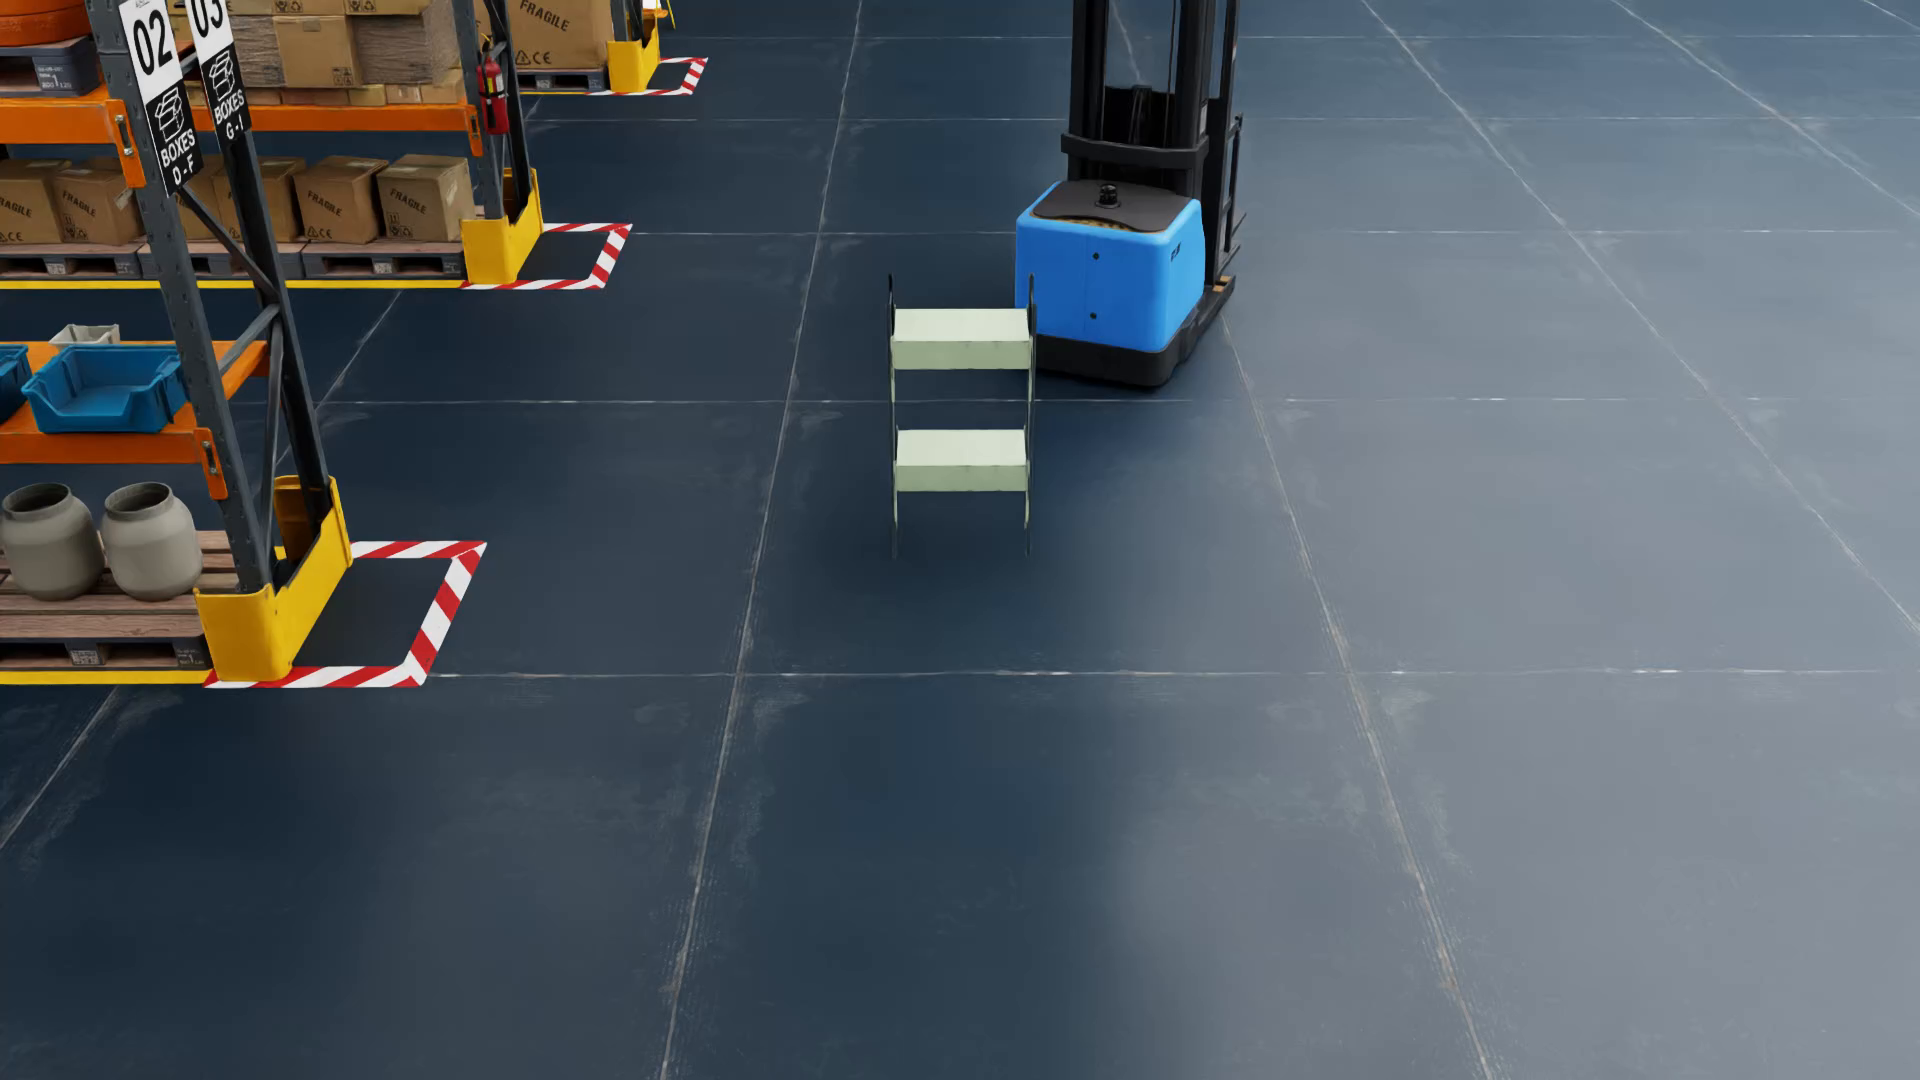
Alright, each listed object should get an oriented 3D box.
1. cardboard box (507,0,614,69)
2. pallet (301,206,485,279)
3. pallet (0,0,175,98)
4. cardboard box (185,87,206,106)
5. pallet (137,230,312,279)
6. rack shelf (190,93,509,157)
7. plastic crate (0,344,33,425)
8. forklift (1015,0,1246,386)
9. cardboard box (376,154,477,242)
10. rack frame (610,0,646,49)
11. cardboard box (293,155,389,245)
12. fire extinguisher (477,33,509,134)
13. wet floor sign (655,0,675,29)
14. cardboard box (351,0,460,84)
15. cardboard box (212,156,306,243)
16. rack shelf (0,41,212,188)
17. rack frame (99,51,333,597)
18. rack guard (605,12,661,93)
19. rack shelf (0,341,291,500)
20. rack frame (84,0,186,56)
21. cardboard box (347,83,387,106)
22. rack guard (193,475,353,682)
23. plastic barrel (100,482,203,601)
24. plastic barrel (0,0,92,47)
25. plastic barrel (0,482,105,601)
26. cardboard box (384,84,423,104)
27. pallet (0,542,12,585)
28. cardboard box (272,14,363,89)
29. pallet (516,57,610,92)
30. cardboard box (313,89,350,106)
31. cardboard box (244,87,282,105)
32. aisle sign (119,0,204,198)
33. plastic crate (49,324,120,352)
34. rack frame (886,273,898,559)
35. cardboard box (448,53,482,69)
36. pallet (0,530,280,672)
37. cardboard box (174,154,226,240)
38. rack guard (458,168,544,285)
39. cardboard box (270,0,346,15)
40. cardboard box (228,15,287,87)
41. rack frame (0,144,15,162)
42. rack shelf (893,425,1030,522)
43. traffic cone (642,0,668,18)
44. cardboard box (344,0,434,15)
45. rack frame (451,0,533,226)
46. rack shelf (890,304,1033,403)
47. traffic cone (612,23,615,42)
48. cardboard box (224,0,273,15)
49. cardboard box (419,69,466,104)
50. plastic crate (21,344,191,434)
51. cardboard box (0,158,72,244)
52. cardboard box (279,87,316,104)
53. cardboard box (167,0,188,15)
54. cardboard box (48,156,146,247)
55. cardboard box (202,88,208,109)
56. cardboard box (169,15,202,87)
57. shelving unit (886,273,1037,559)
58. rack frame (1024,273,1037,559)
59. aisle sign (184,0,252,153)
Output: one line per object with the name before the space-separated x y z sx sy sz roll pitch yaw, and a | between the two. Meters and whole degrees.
cardboard box | -4.036 -5.296 16.730 0.875 0.875 0.875 0 31 0
pallet | -4.318 -2.311 12.856 1.213 0.211 1.003 0 31 0
pallet | -4.227 -2.168 7.223 1.213 0.211 1.003 0 31 0
cardboard box | -5.463 -3.249 11.955 0.250 0.149 0.380 0 31 0
pallet | -5.535 -2.309 12.852 1.213 0.211 1.003 0 31 0
rack shelf | -5.429 -3.174 12.283 4.000 0.370 1.077 0 31 0
plastic crate | -4.547 -0.699 7.654 0.408 0.251 0.499 0 31 0
forklift | 1.369 -2.997 11.365 1.130 2.935 3.031 12 33 19
cardboard box | -4.054 -2.605 12.657 0.500 0.500 0.500 5 32 9
rack frame | -3.358 -6.061 16.348 0.127 3.000 1.000 0 31 0
cardboard box | -4.651 -2.586 12.625 0.500 0.500 0.500 8 32 13
fire extinguisher | -3.312 -3.216 11.734 0.183 0.674 0.296 0 31 0
wet floor sign | -3.341 -6.082 18.651 0.232 0.644 0.267 -5 32 -9
cardboard box | -3.979 -3.670 12.024 0.500 0.500 0.875 0 31 0
cardboard box | -5.277 -2.594 12.638 0.500 0.500 0.500 3 31 4
rack shelf | -5.399 -1.887 7.271 4.000 0.370 1.077 0 31 0
rack frame | -3.399 -0.919 7.872 0.127 3.000 1.000 0 31 0
rack guard | -3.334 -4.992 16.996 0.348 0.500 1.175 0 31 0
rack shelf | -5.399 -0.605 8.049 4.000 0.370 1.077 0 31 0
rack frame | -3.399 -3.483 6.316 0.127 3.000 1.000 0 31 0
cardboard box | -4.212 -3.244 11.948 0.250 0.149 0.380 0 31 0
rack guard | -3.475 0.175 8.480 0.348 0.500 1.175 0 31 0
plastic barrel | -4.057 0.007 8.340 0.421 0.512 0.421 0 31 0
plastic barrel | -3.884 -2.497 6.763 0.708 0.830 0.600 0 31 0
plastic barrel | -4.558 0.009 8.337 0.421 0.512 0.421 0 31 0
cardboard box | -3.963 -3.272 11.993 0.250 0.149 0.380 0 31 0
pallet | -5.504 0.300 8.552 1.213 0.211 1.003 0 31 0
cardboard box | -4.478 -3.606 11.919 0.500 0.500 0.875 0 31 0
pallet | -4.157 -4.826 17.000 1.213 0.211 1.003 0 31 0
cardboard box | -4.463 -3.252 11.960 0.250 0.149 0.380 0 31 0
cardboard box | -4.963 -3.260 11.974 0.250 0.149 0.380 0 31 0
aisle sign | -3.325 -1.876 6.944 0.004 0.787 0.394 0 31 0
plastic crate | -4.296 -0.970 8.211 0.250 0.136 0.298 0 31 0
rack frame | -0.359 -0.640 8.859 0.023 1.500 0.400 0 31 0
cardboard box | -3.715 -3.503 12.374 0.250 0.149 0.380 0 31 0
pallet | -4.287 0.298 8.555 1.213 0.211 1.003 0 31 0
cardboard box | -5.836 -2.615 12.673 0.500 0.500 0.500 -3 31 -5
rack guard | -3.505 -2.419 12.755 0.348 0.500 1.175 0 31 0
cardboard box | -4.477 -3.951 11.523 0.500 0.500 0.500 0 31 0
cardboard box | -4.979 -3.627 11.954 0.500 0.500 0.875 0 31 0
rack frame | -7.429 -3.475 12.086 0.127 3.000 1.000 0 31 0
rack shelf | 0.007 -0.363 9.030 0.720 0.370 0.431 0 31 0
traffic cone | -3.564 -6.298 19.185 0.334 0.463 0.336 0 31 0
cardboard box | -3.978 -3.955 11.530 0.500 0.500 0.500 0 31 0
rack frame | -3.429 -3.488 12.107 0.127 3.000 1.000 0 31 0
rack shelf | 0.007 -0.975 8.659 0.720 0.370 0.431 0 31 0
traffic cone | -3.897 -5.711 18.217 0.334 0.463 0.336 0 31 0
cardboard box | -4.977 -3.951 11.522 0.500 0.500 0.500 0 31 0
cardboard box | -3.713 -3.272 11.994 0.250 0.149 0.380 0 31 0
plastic crate | -3.898 -0.698 7.653 0.616 0.251 0.499 0 31 0
cardboard box | -7.029 -2.567 12.594 0.500 0.500 0.500 -1 31 -2
cardboard box | -4.713 -3.272 11.994 0.250 0.149 0.380 0 31 0
cardboard box | -5.478 -3.953 11.527 0.500 0.500 0.500 0 31 0
cardboard box | -6.456 -2.572 12.603 0.500 0.500 0.500 10 33 15
cardboard box | -5.212 -3.213 11.896 0.250 0.149 0.380 0 31 0
cardboard box | -5.479 -3.632 11.961 0.500 0.500 0.875 0 31 0
shelving unit | 0.007 -0.641 8.861 0.755 1.500 0.431 0 31 0
rack frame | 0.373 -0.642 8.863 0.023 1.500 0.400 0 31 0
aisle sign | -3.329 -2.182 7.449 0.004 0.787 0.394 0 31 0
